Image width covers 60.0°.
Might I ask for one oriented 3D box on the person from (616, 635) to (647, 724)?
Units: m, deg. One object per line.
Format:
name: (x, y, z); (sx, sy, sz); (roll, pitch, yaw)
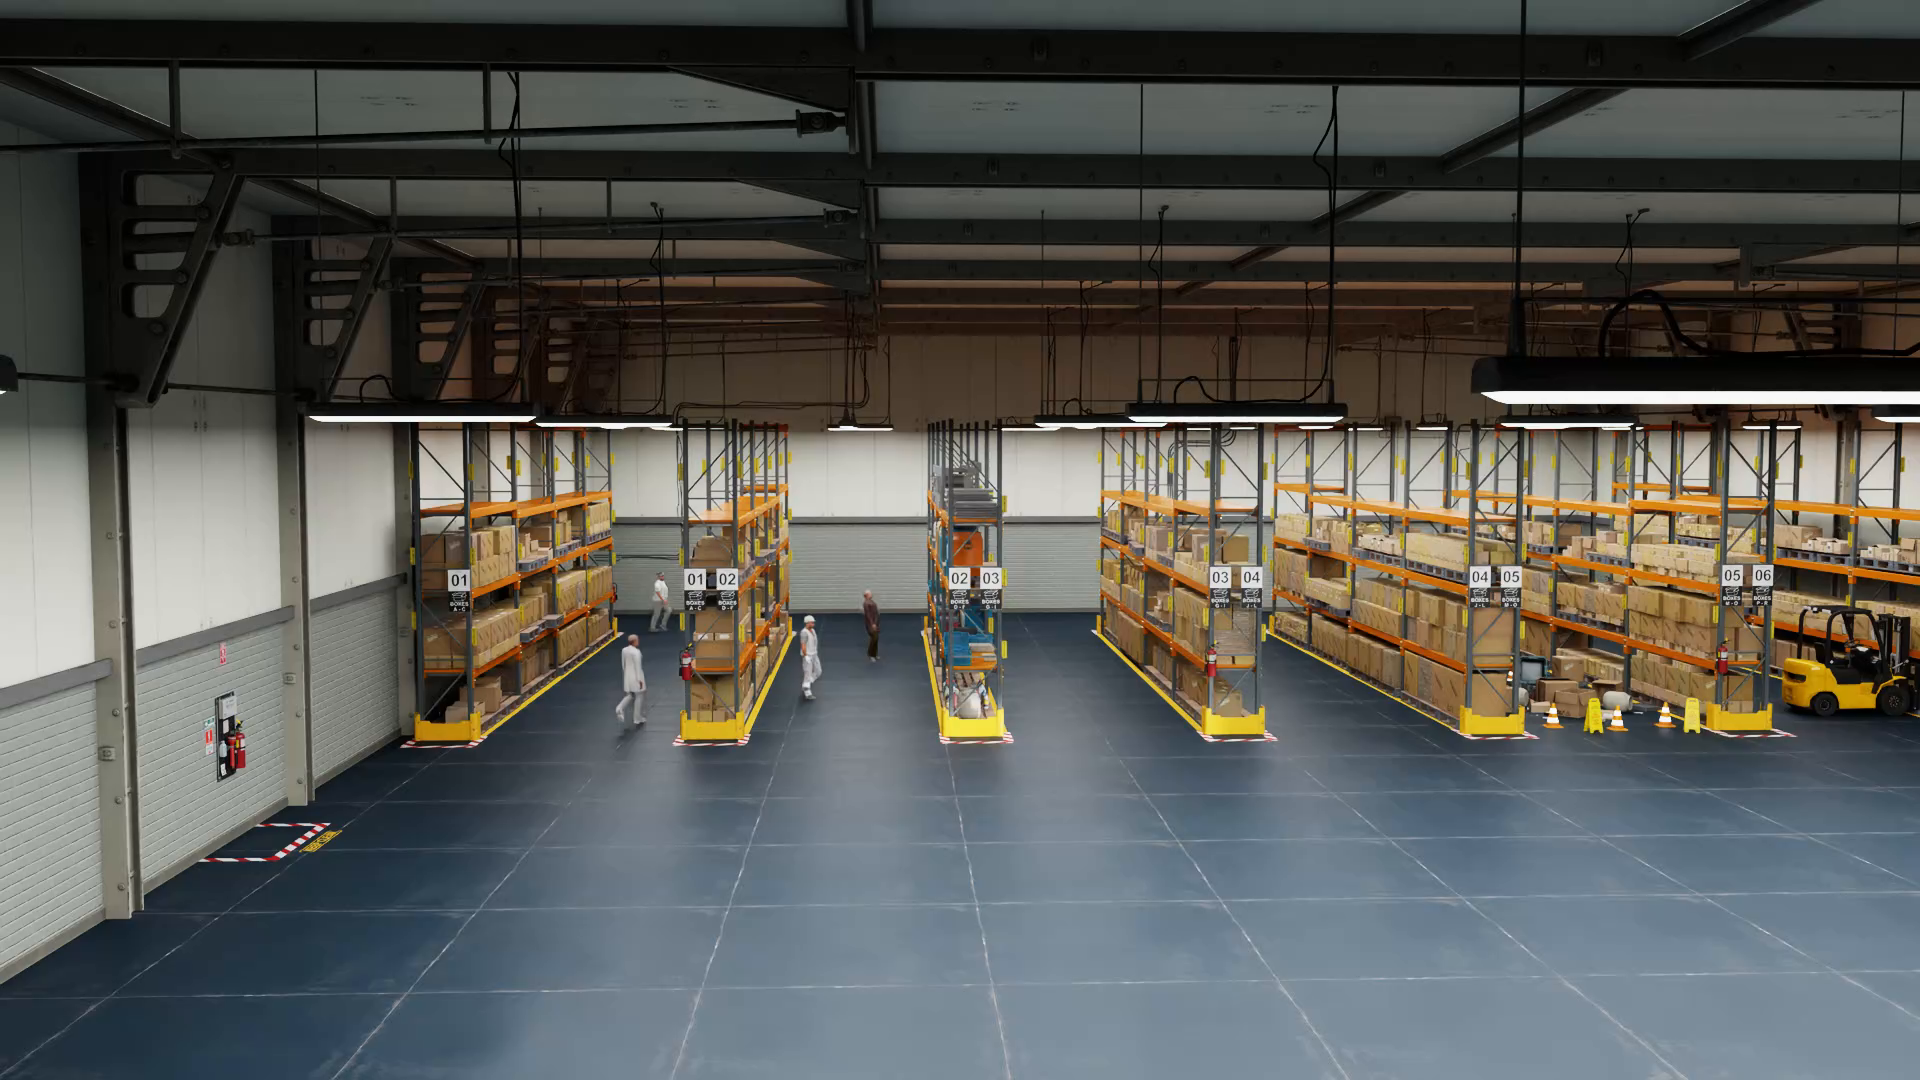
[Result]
person: (-6.455, 2.737, 32.643); (0.575, 1.764, 0.778); (2, 4, 30)

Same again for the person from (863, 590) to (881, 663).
person: (-2.185, 2.161, 41.807); (0.493, 1.820, 0.605); (2, 4, 27)

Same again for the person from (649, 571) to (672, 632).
person: (-8.656, 1.783, 48.021); (0.614, 1.801, 0.588); (0, 4, 7)

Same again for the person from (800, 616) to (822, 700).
person: (-3.237, 2.522, 35.914); (0.520, 1.786, 0.702); (2, 4, 23)
